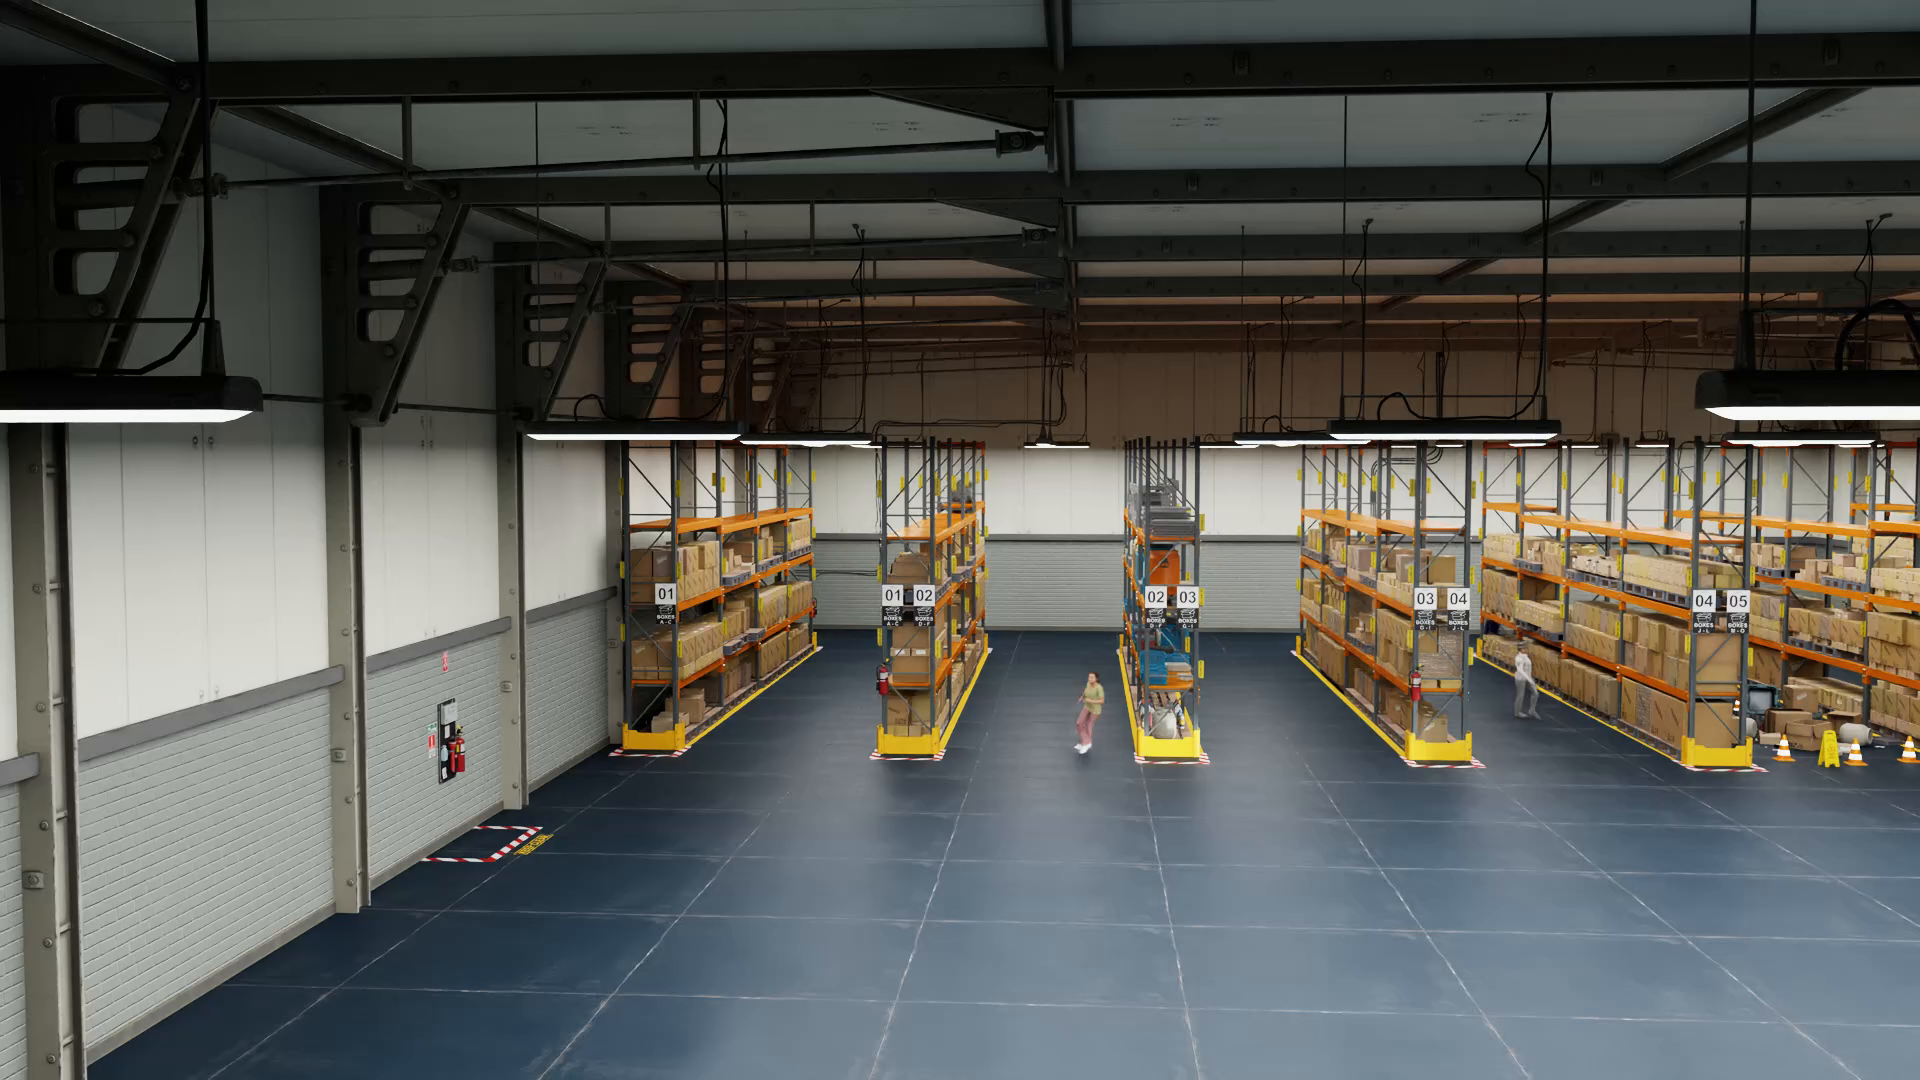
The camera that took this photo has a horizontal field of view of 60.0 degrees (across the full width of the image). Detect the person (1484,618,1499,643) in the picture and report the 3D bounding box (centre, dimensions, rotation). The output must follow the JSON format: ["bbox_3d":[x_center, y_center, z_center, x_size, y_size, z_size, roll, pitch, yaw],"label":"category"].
[{"bbox_3d":[15.200,2.410,47.252,0.672,1.707,0.636,0,3,-2],"label":"person"}]

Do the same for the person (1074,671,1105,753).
[{"bbox_3d":[2.462,3.229,31.480,0.727,1.567,0.671,2,4,31],"label":"person"}]

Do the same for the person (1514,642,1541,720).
[{"bbox_3d":[12.032,2.995,35.421,0.621,1.678,0.598,-2,4,-35],"label":"person"}]
